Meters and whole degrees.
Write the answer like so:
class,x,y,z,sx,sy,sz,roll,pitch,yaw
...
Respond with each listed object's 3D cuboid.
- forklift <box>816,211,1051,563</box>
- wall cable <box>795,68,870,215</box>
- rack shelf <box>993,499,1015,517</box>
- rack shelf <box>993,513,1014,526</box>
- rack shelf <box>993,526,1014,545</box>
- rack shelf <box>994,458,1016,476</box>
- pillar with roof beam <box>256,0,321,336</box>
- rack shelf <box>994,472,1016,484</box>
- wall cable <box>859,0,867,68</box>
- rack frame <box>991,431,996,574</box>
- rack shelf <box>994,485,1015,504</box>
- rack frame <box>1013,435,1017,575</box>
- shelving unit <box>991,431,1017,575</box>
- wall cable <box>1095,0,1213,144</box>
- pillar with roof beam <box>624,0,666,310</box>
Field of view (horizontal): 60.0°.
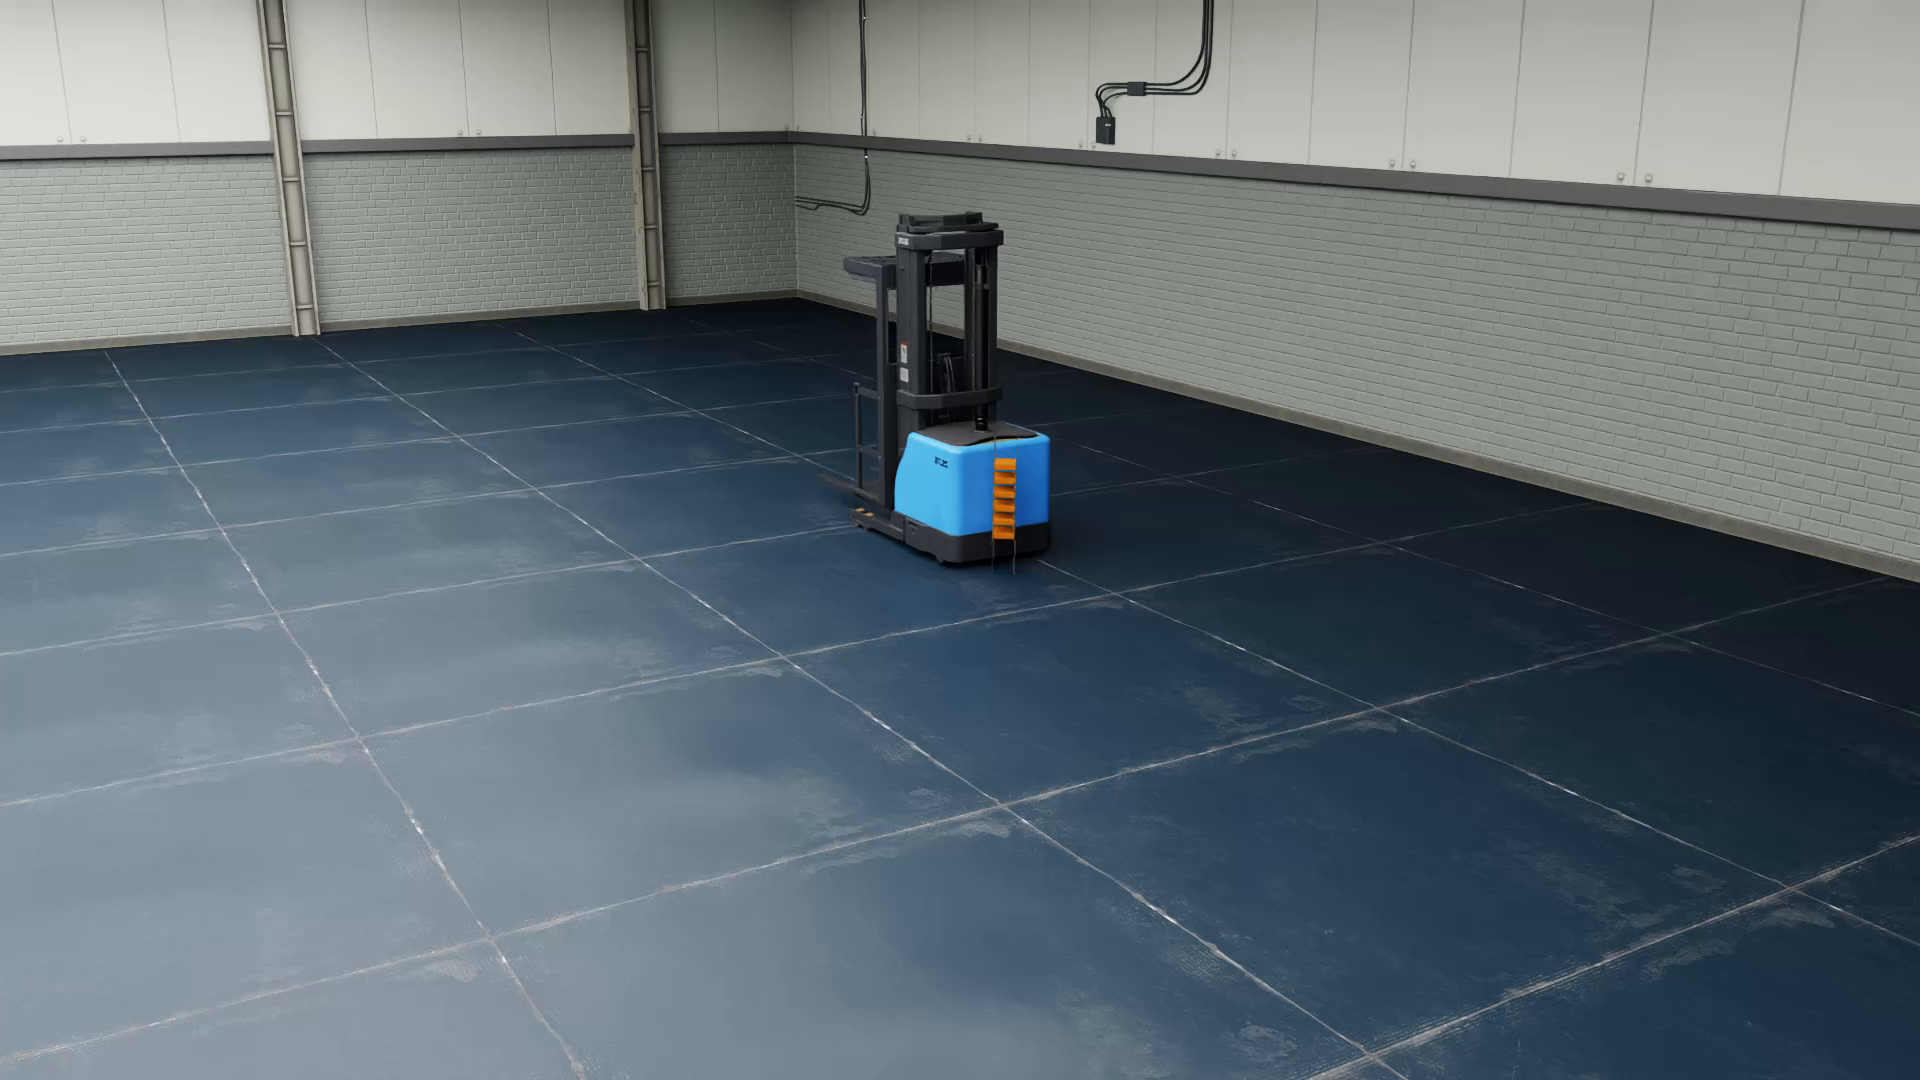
class,x,y,z,sx,sy,sz,roll,pitch,yaw
forklift,-0.385,-1.557,15.376,1.130,2.935,3.031,-9,18,-30
wall cable,-2.386,-7.157,29.861,0.112,2.526,3.097,-9,18,-30
rack shelf,0.376,-0.274,14.160,0.180,0.103,0.258,1,15,2
rack shelf,0.374,-0.158,14.191,0.180,0.103,0.258,1,15,2
rack shelf,0.372,-0.042,14.223,0.180,0.103,0.258,1,15,2
rack shelf,0.382,-0.621,14.064,0.180,0.103,0.258,1,15,2
pillar with roof beam,-8.519,-6.718,22.544,0.400,9.000,9.100,-9,18,-30
rack shelf,0.380,-0.505,14.096,0.180,0.103,0.258,1,15,2
wall cable,-0.993,-8.963,26.947,0.112,2.526,3.097,-9,18,-30
rack frame,0.286,-0.319,14.151,0.006,1.200,0.240,1,15,2
rack shelf,0.378,-0.389,14.128,0.180,0.103,0.258,1,15,2
rack frame,0.468,-0.314,14.145,0.006,1.200,0.240,1,15,2
shelving unit,0.377,-0.316,14.148,0.189,1.200,0.258,1,15,2
wall cable,2.489,-8.091,21.140,0.169,6.003,2.305,-9,18,-30
pillar with roof beam,-3.376,-7.552,25.520,0.400,9.000,9.100,-9,18,-30
